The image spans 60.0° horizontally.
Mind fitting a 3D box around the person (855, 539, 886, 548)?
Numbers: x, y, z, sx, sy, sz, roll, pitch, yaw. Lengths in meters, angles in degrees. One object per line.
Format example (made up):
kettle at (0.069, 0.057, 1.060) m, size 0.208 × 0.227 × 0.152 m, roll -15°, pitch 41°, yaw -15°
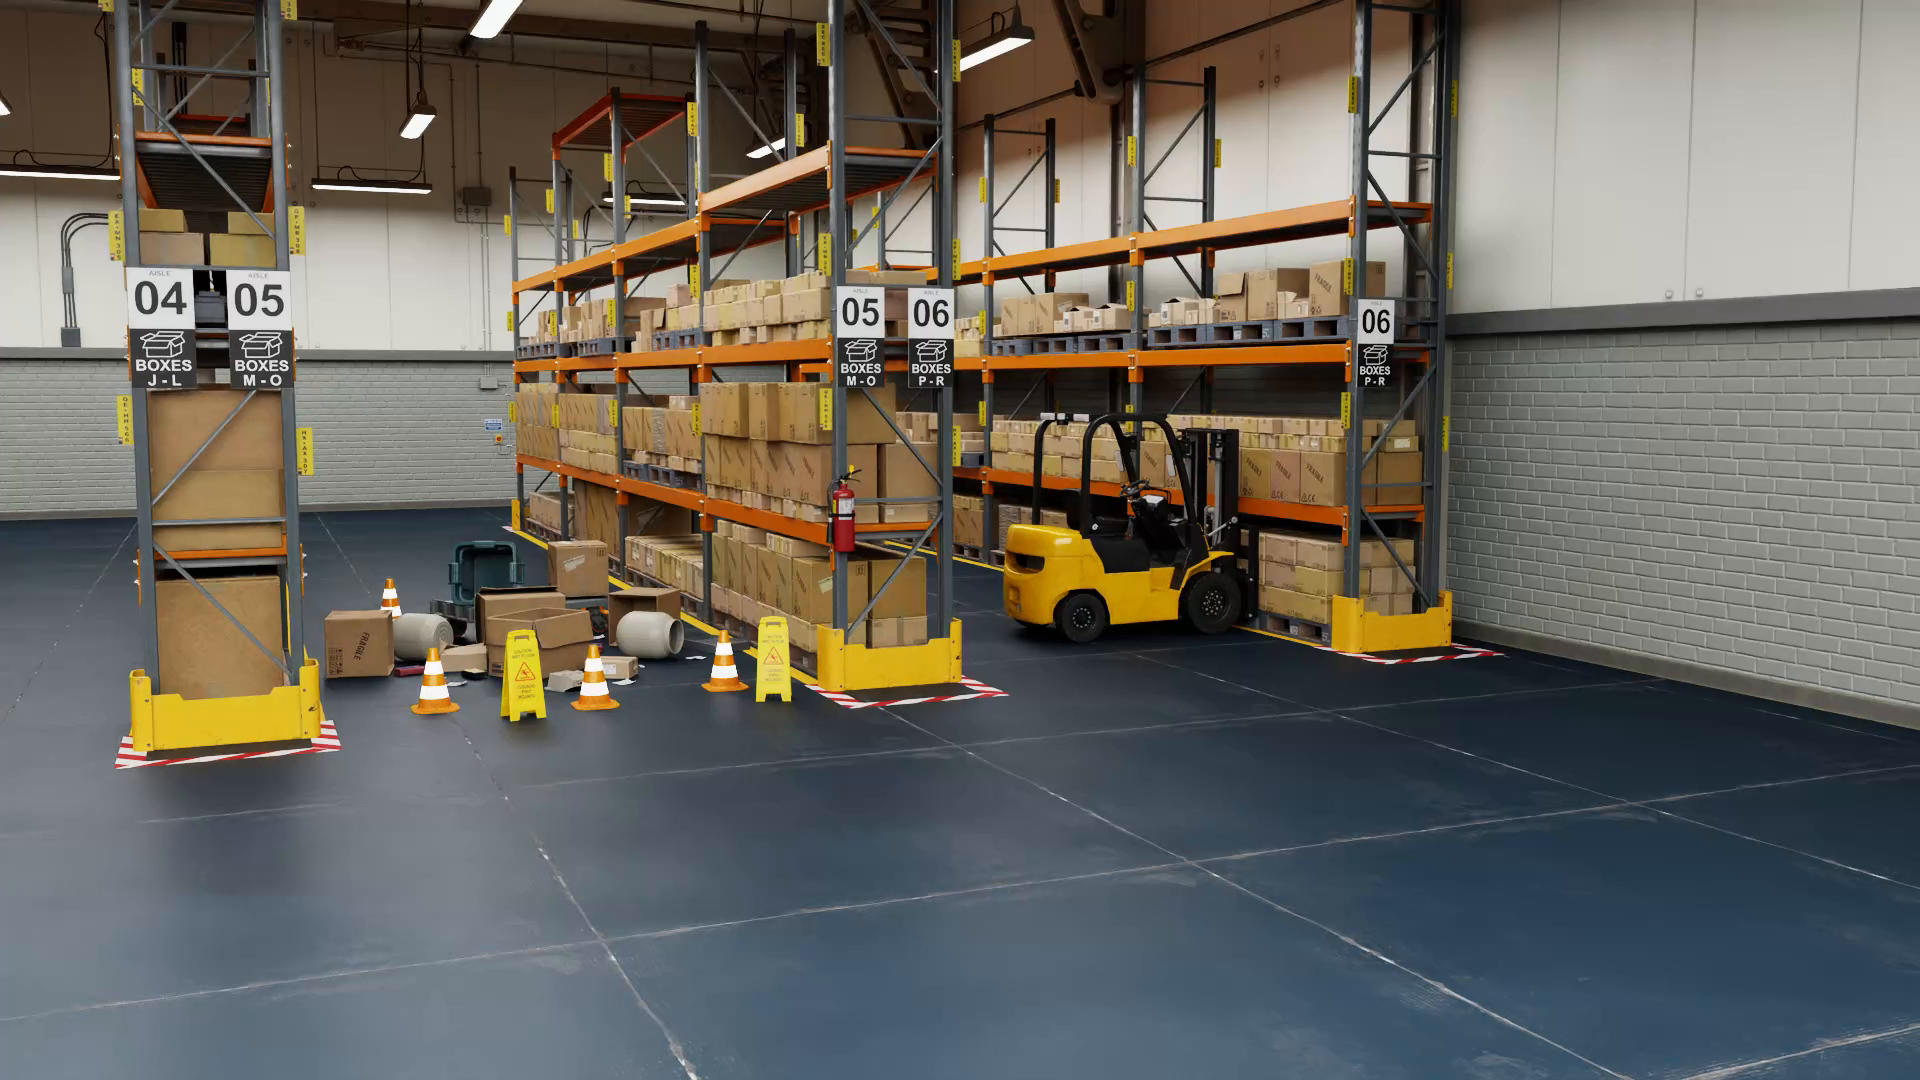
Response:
person at (-1.037, -0.137, 18.153) m, size 0.535 × 1.763 × 0.363 m, roll -2°, pitch 6°, yaw -23°
